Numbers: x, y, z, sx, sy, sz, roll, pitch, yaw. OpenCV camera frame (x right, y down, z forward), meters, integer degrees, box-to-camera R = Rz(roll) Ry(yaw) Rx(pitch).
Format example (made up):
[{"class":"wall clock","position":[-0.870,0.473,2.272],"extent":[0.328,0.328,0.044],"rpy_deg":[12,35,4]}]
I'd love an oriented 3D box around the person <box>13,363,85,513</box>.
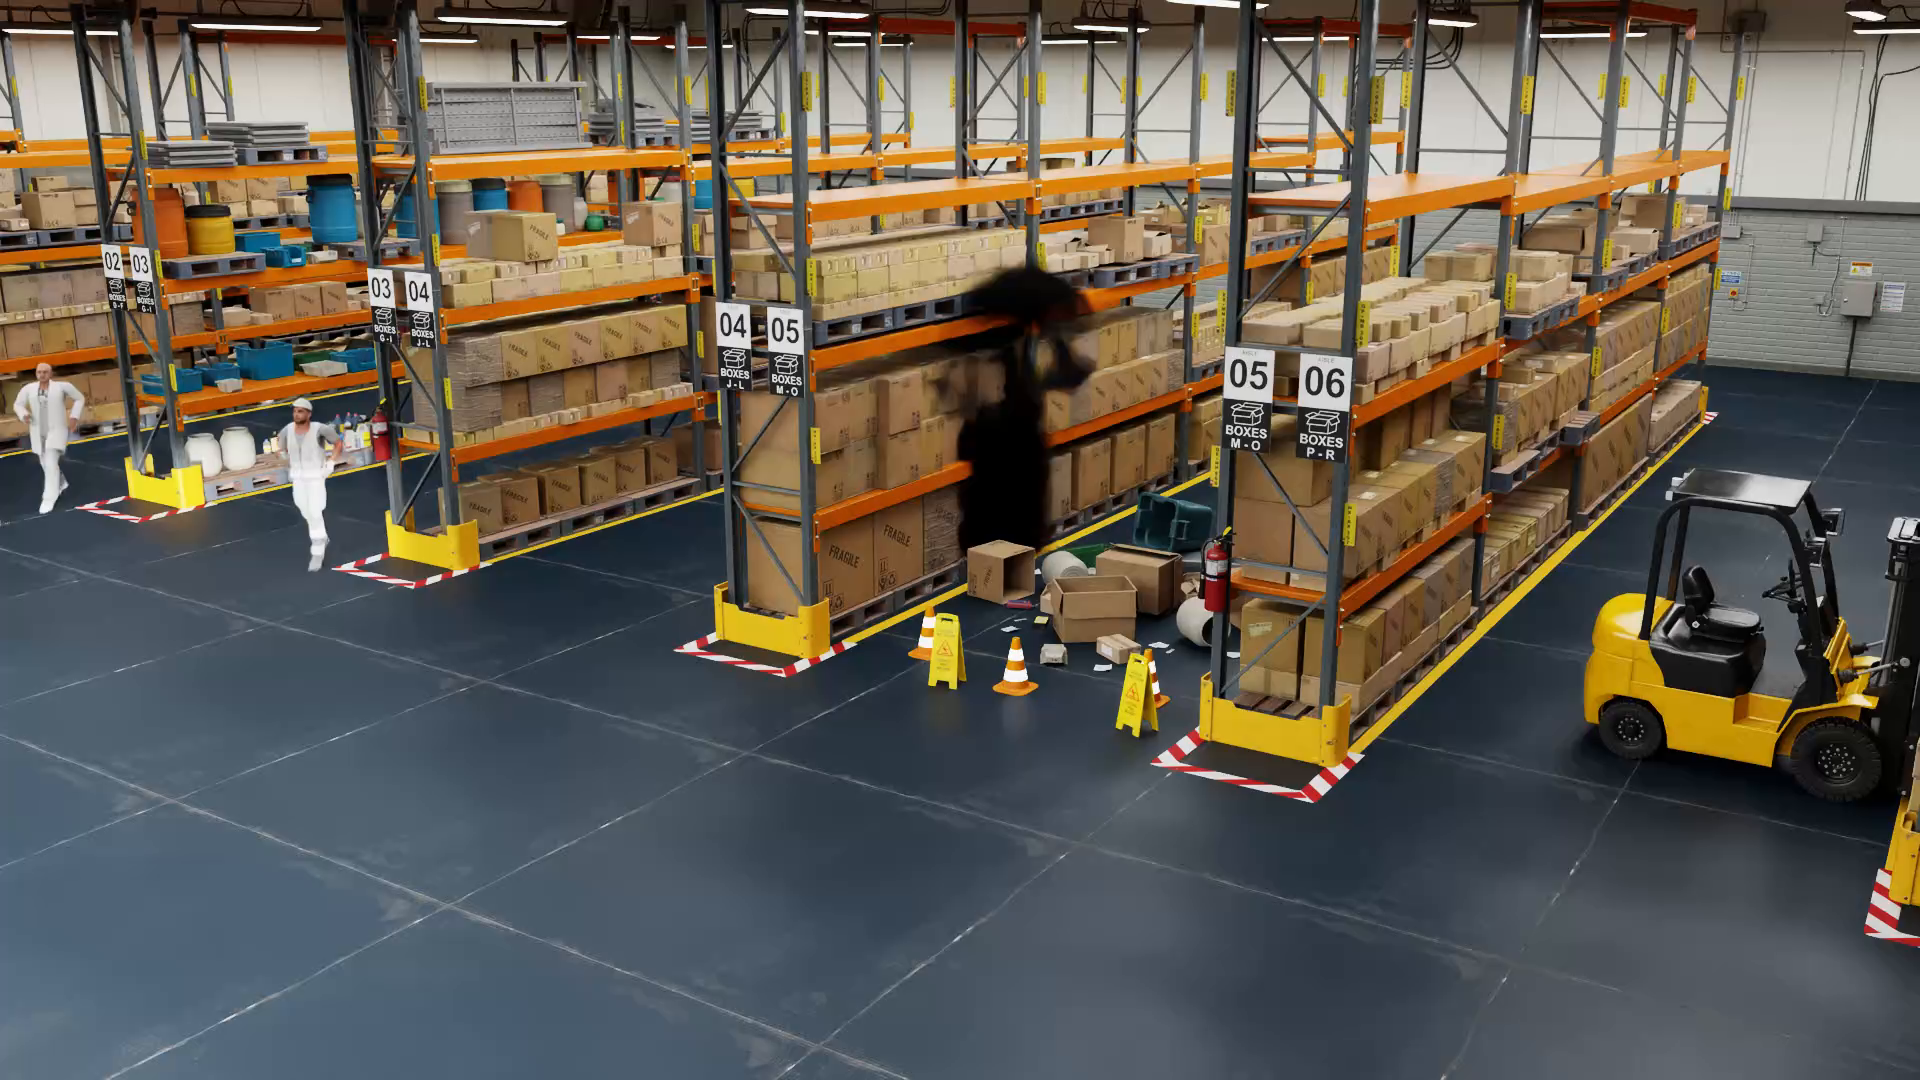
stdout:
[{"class":"person","position":[-11.256,-1.293,20.588],"extent":[0.742,1.824,0.817],"rpy_deg":[-1,16,-3]}]

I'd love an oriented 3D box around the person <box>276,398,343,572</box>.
[{"class":"person","position":[-7.110,-0.634,18.142],"extent":[0.652,1.854,0.766],"rpy_deg":[2,16,7]}]
